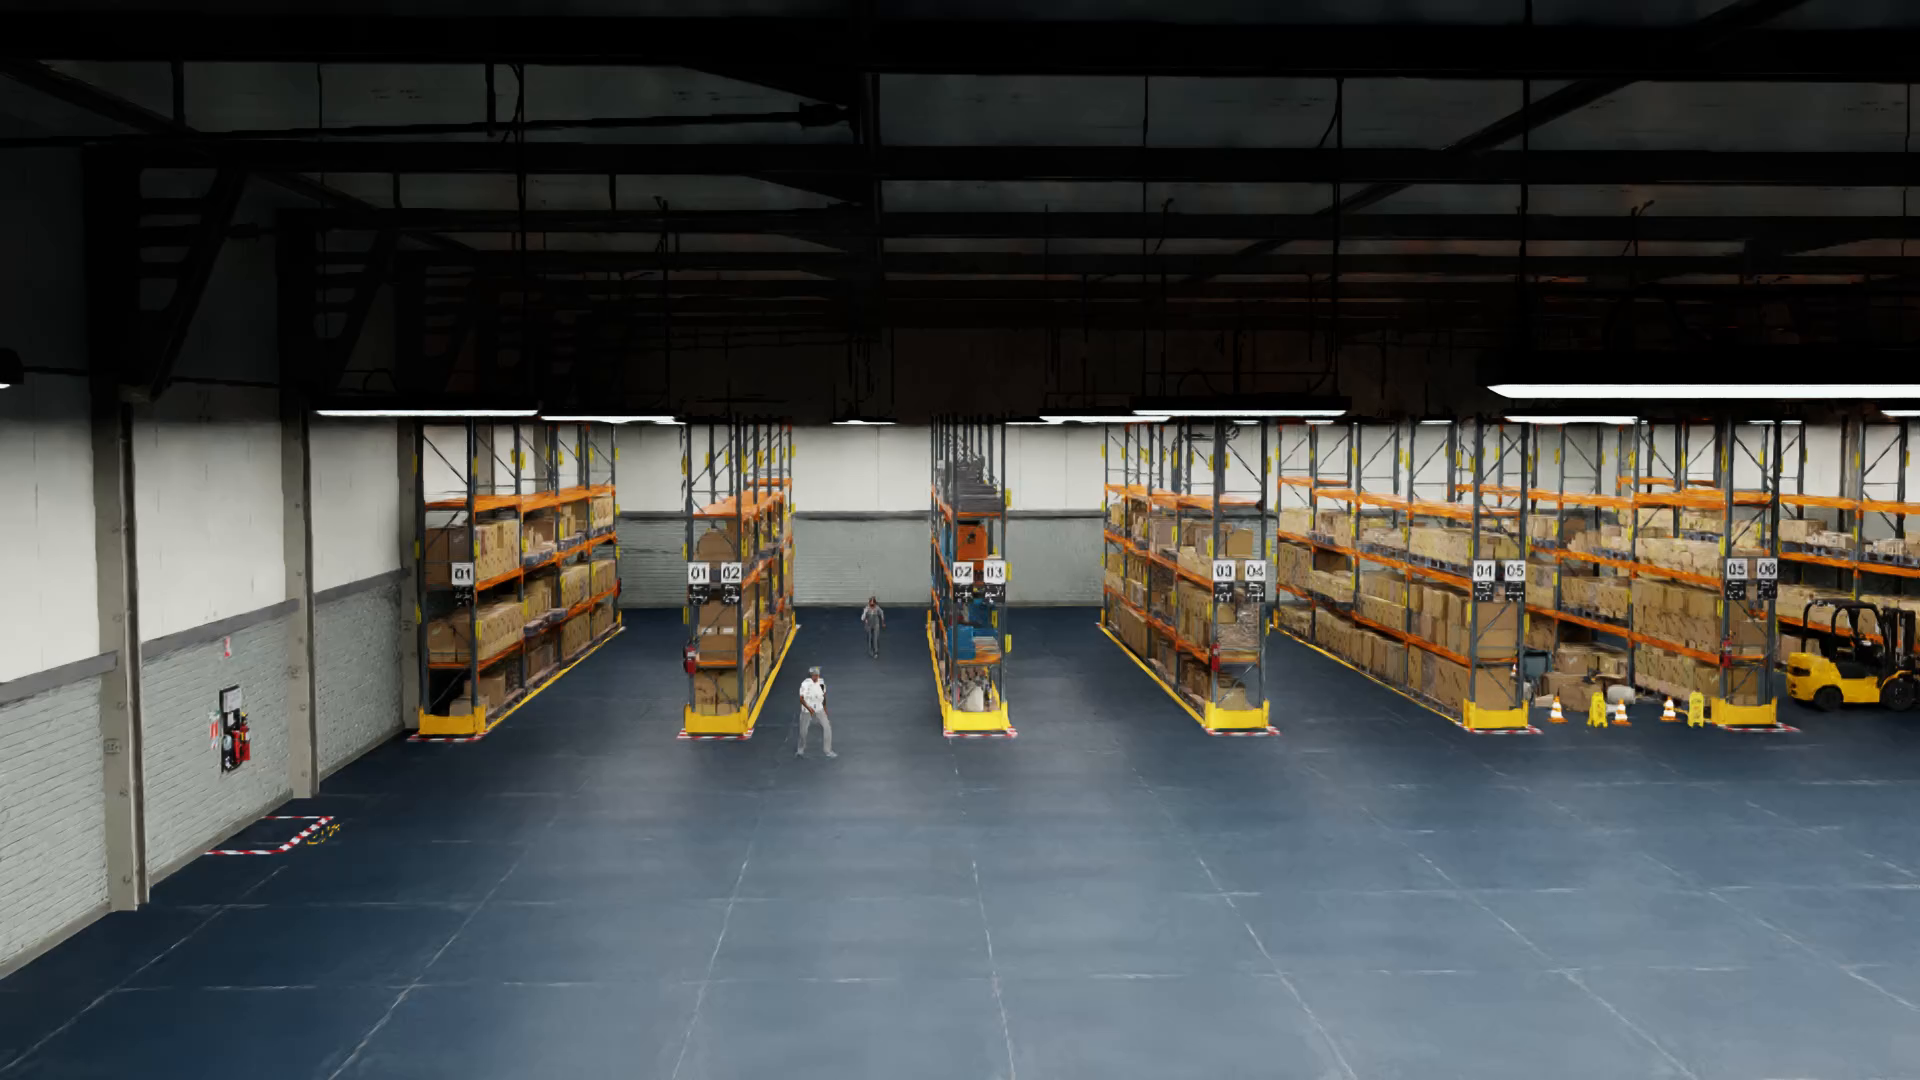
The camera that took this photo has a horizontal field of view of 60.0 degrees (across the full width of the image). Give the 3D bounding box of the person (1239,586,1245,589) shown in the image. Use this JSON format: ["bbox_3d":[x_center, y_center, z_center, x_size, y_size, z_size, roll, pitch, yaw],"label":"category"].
[{"bbox_3d":[8.740,1.425,50.419,0.616,1.735,1.017,1,4,13],"label":"person"}]

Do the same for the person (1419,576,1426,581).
[{"bbox_3d":[12.716,1.794,45.855,0.446,1.586,1.110,0,4,0],"label":"person"}]

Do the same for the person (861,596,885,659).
[{"bbox_3d":[-2.165,2.147,41.308,0.562,1.530,0.815,0,4,3],"label":"person"}]

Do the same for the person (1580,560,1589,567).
[{"bbox_3d":[18.878,1.447,50.085,0.718,1.738,0.570,-2,5,-31],"label":"person"}]

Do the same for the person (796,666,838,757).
[{"bbox_3d":[-2.521,2.949,28.830,0.622,1.613,0.777,-2,4,-23],"label":"person"}]
